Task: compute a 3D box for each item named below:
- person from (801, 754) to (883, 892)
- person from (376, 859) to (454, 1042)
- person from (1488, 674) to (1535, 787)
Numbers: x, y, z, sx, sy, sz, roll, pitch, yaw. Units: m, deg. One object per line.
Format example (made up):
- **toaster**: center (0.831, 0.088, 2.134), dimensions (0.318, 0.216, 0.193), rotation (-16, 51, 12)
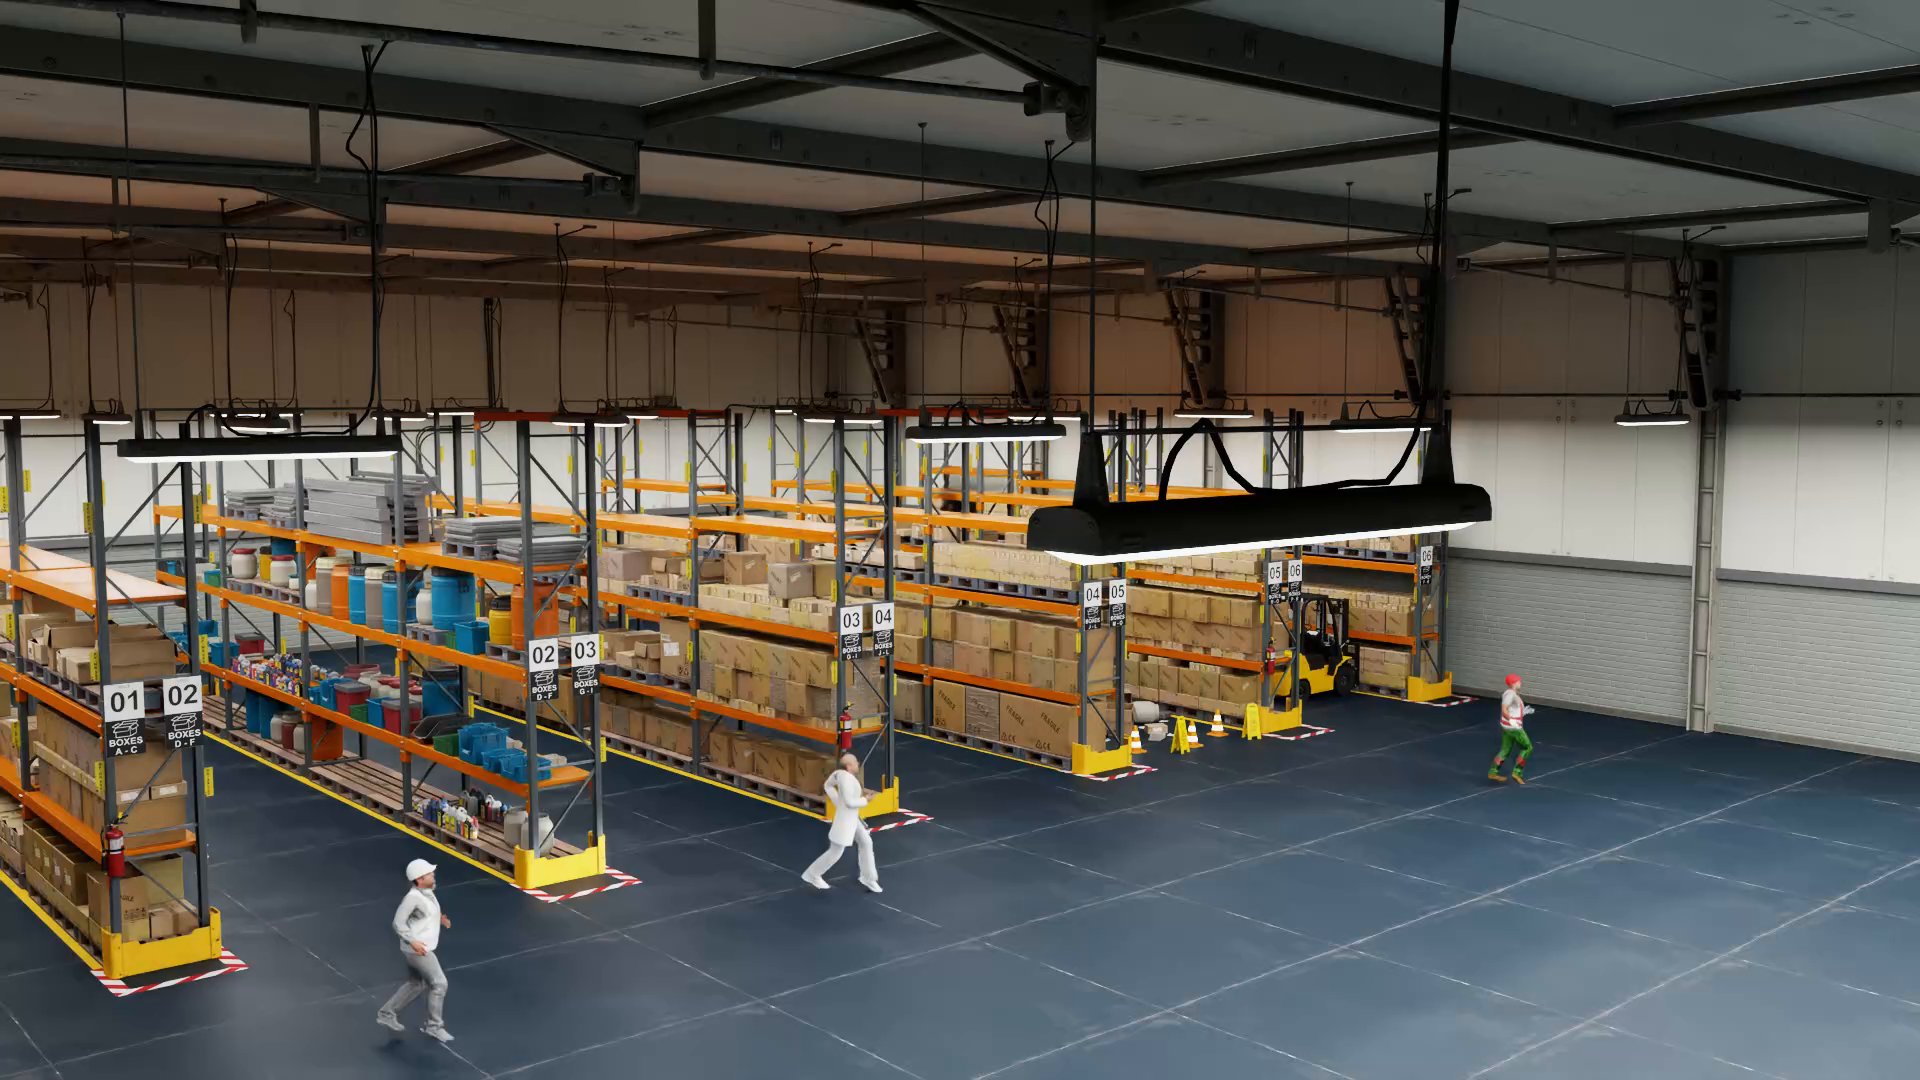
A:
- **person**: center (-1.493, 3.618, 20.994), dimensions (1.034, 1.843, 0.671), rotation (0, 5, 0)
- **person**: center (-5.358, 4.026, 16.308), dimensions (0.743, 1.837, 0.686), rotation (-1, 5, -11)
- **person**: center (8.964, 3.081, 26.954), dimensions (0.754, 1.830, 0.632), rotation (0, 5, 1)
